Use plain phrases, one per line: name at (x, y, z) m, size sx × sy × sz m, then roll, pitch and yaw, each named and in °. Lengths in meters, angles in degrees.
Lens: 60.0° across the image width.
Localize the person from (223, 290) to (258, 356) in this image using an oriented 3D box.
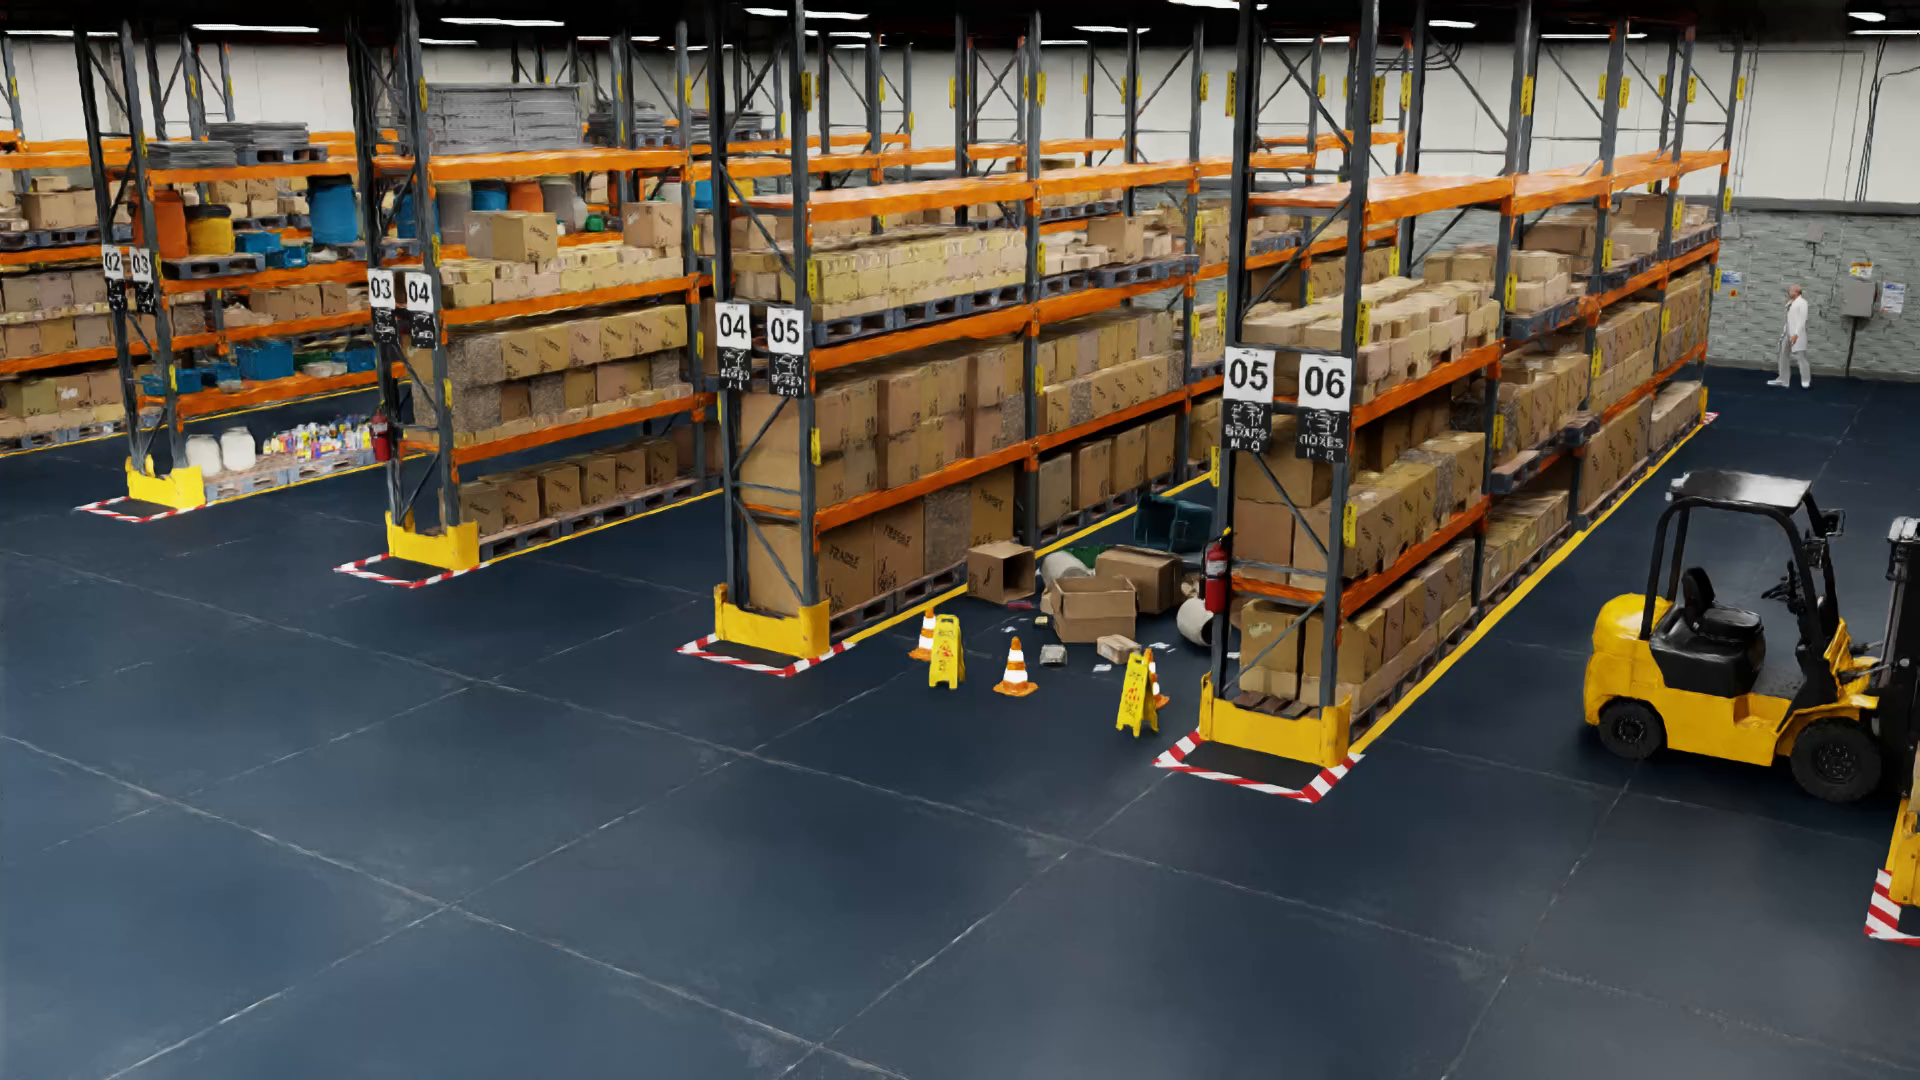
person at (-12.589, -3.582, 29.064) m, size 0.445 × 1.590 × 1.091 m, roll 9°, pitch 18°, yaw 29°

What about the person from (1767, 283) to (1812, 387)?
person at (14.373, -3.515, 28.573) m, size 0.676 × 1.771 × 0.617 m, roll -1°, pitch 16°, yaw -2°
